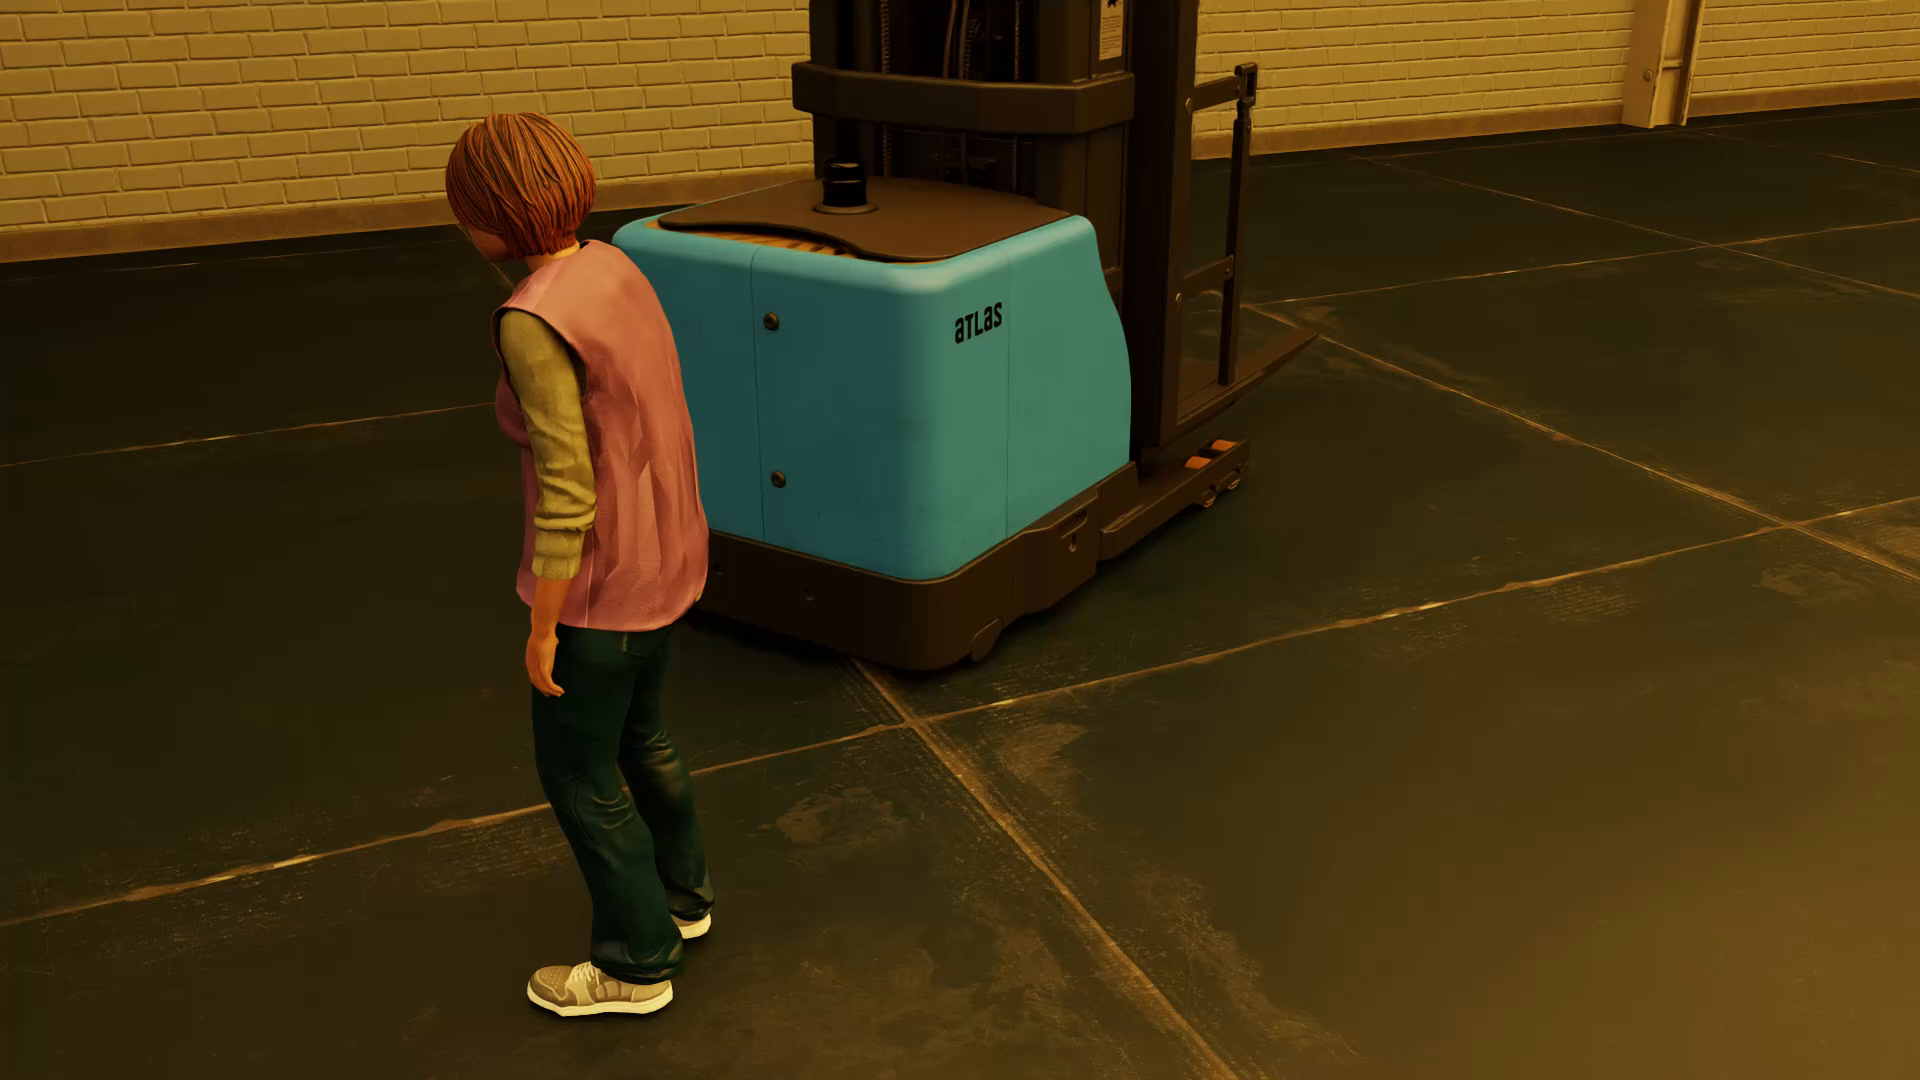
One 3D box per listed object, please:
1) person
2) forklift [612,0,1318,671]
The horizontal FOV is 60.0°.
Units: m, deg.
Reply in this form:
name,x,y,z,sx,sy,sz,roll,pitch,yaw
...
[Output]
name,x,y,z,sx,sy,sz,roll,pitch,yaw
person,-0.609,0.082,2.835,0.347,1.592,0.476,5,23,11
forklift,0.304,-1.543,5.001,1.130,2.935,3.031,14,26,30
